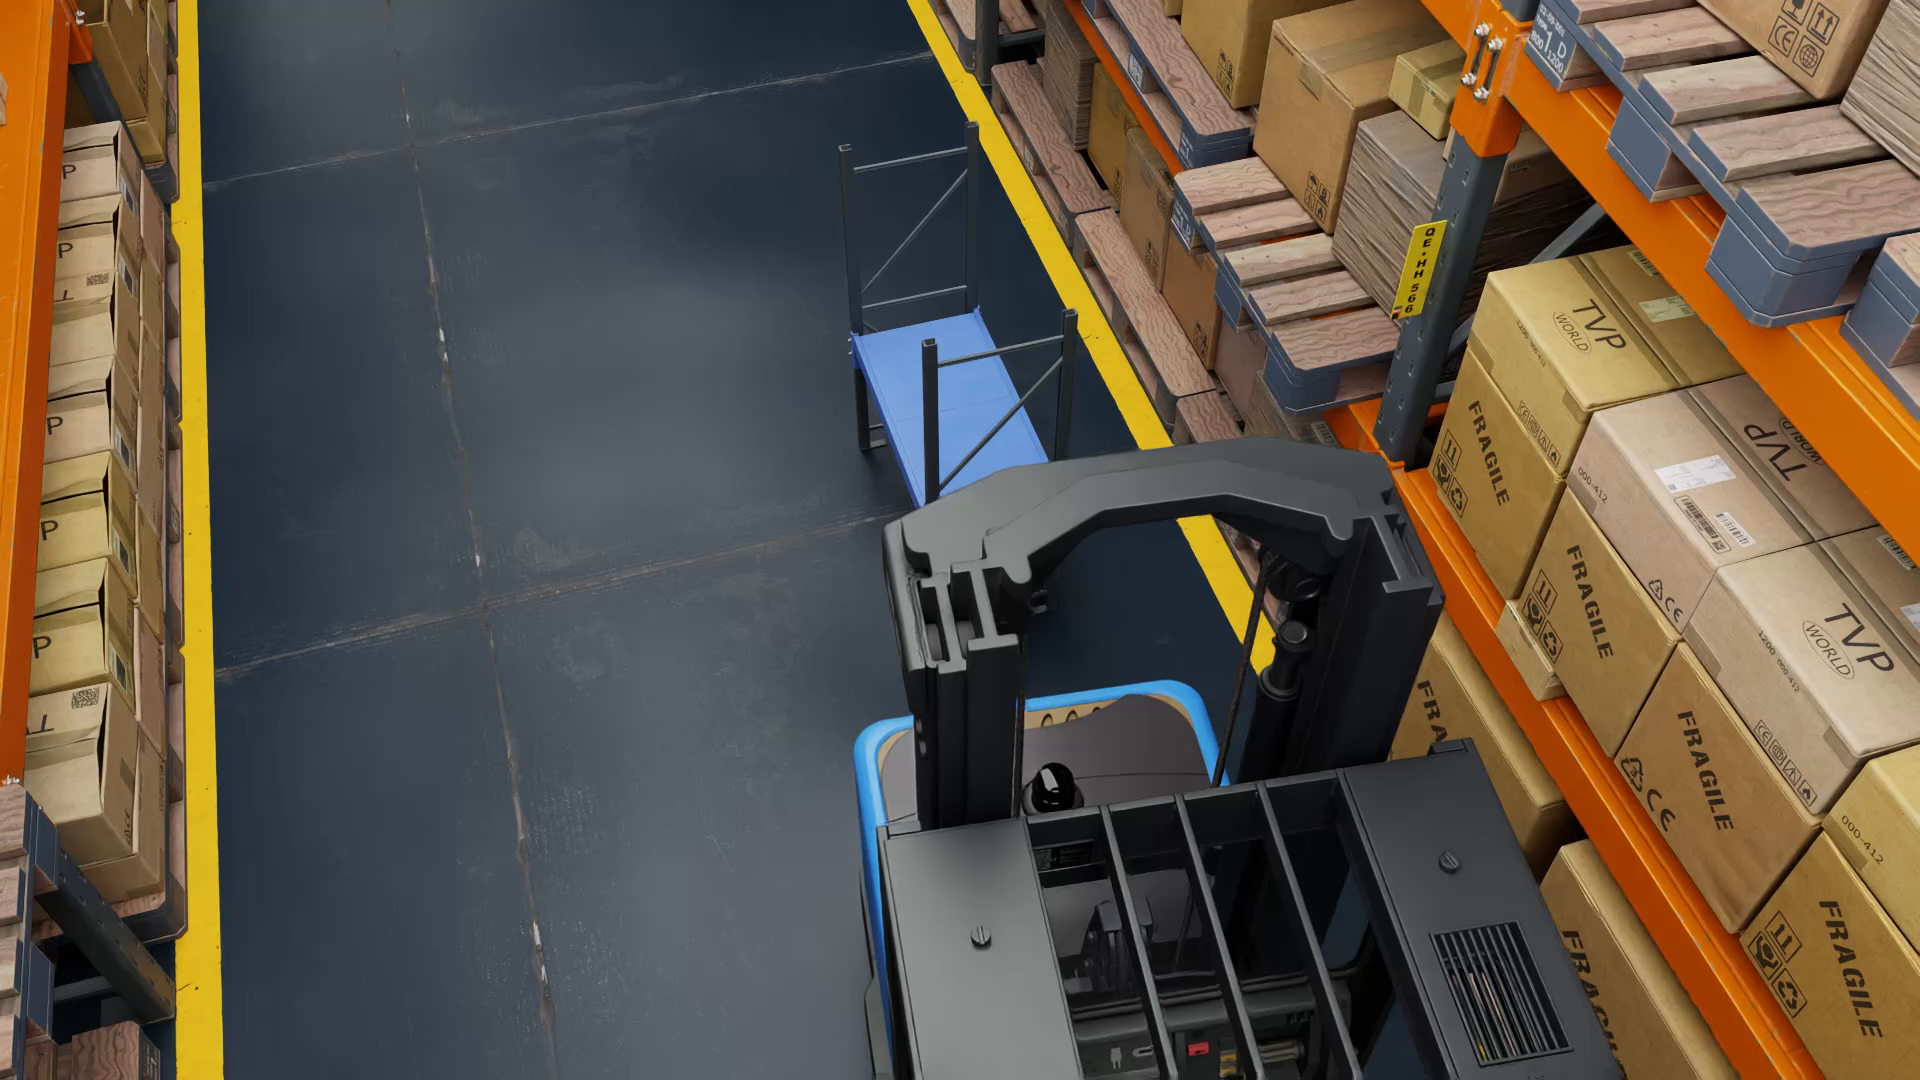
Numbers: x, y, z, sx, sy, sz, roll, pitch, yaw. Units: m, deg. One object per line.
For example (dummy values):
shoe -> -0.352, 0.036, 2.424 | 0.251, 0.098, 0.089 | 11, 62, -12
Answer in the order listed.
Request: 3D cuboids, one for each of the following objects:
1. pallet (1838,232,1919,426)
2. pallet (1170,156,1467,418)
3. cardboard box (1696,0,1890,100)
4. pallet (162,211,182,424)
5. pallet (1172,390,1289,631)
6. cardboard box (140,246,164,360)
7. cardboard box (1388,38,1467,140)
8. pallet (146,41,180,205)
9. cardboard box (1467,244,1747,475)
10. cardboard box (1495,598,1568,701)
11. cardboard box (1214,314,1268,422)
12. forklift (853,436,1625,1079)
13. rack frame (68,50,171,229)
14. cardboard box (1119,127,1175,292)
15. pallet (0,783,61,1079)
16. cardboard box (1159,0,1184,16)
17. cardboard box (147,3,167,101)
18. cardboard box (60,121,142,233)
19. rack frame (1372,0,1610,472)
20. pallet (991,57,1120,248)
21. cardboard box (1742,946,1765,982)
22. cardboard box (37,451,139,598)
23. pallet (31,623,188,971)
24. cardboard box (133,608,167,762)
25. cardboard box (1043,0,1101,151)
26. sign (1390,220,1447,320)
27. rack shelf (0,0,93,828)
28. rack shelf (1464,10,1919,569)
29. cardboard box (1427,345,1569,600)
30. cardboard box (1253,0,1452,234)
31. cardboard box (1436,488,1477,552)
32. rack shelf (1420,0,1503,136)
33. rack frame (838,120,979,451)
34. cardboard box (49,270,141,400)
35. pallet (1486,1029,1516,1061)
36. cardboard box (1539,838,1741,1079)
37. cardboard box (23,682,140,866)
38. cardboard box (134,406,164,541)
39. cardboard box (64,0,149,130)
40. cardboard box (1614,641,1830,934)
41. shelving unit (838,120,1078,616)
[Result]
pallet -> 2.328, -0.138, 2.856 | 1.003, 0.211, 1.213 | -11, 51, -9
pallet -> 1.441, -0.941, 5.497 | 1.213, 0.211, 1.003 | -13, 51, -11
cardboard box -> 1.949, -1.313, 3.370 | 0.700, 0.500, 0.500 | -17, 52, -14
pallet -> -3.905, -0.877, 7.141 | 1.003, 0.211, 1.213 | -13, 51, -11
pallet -> 1.524, -0.179, 6.553 | 1.003, 0.211, 1.213 | -13, 51, -11
cardboard box -> -3.613, -0.947, 6.900 | 0.500, 0.250, 0.500 | -14, 51, -12
cardboard box -> 1.514, -1.367, 4.953 | 0.380, 0.149, 0.250 | -21, 53, -17
pallet -> -4.356, -1.997, 8.085 | 1.003, 0.211, 1.213 | -13, 51, -11
cardboard box -> 1.650, -0.472, 4.212 | 0.500, 0.250, 0.500 | -12, 51, -10
cardboard box -> 1.694, 0.260, 4.510 | 0.380, 0.149, 0.250 | -12, 51, -10
cardboard box -> 1.449, -0.759, 6.565 | 0.700, 0.500, 0.500 | -13, 51, -11
forklift -> 0.440, 1.317, 3.513 | 1.130, 2.935, 3.031 | -8, 50, -6
rack frame -> -4.160, -2.305, 6.521 | 1.000, 3.000, 0.127 | -13, 51, -11
cardboard box -> 1.117, -1.483, 7.175 | 0.700, 0.500, 0.500 | -13, 51, -11
pallet -> -2.710, 1.157, 3.728 | 1.213, 0.211, 1.003 | -13, 51, -11
cardboard box -> 1.071, -2.339, 6.197 | 0.700, 0.500, 0.500 | -7, 50, -6
cardboard box -> -4.151, -2.328, 8.064 | 0.500, 0.250, 0.500 | -13, 51, -11
cardboard box -> -3.767, -1.504, 7.003 | 0.500, 0.311, 0.500 | -13, 51, -11
rack frame -> 1.753, -0.507, 5.005 | 1.000, 3.000, 0.127 | -13, 51, -11
pallet -> 0.802, -1.961, 8.055 | 1.003, 0.211, 1.213 | -13, 51, -11
cardboard box -> 2.094, 0.978, 3.904 | 0.380, 0.149, 0.250 | -13, 51, -11
cardboard box -> -3.164, -0.018, 5.750 | 0.500, 0.311, 0.500 | -15, 51, -12
pallet -> -3.184, 0.905, 5.639 | 1.003, 0.211, 1.213 | -13, 51, -11
cardboard box -> -3.001, 0.551, 5.637 | 0.500, 0.250, 0.500 | -15, 51, -12
cardboard box -> 0.804, -2.231, 7.805 | 0.700, 0.500, 0.500 | -12, 51, -10
sign -> 1.238, -0.725, 4.483 | 0.100, 0.325, 0.005 | -13, 51, -11
rack shelf -> -3.569, -0.613, 5.565 | 1.077, 0.370, 4.000 | -13, 51, -11
rack shelf -> 2.345, 0.219, 2.902 | 1.077, 0.370, 4.000 | -13, 51, -11
cardboard box -> 1.653, -0.229, 4.498 | 0.500, 0.500, 0.500 | -12, 51, -10
cardboard box -> 1.414, -1.424, 5.425 | 0.700, 0.500, 0.500 | -18, 52, -14
cardboard box -> 1.630, -0.139, 4.847 | 0.380, 0.149, 0.250 | -14, 51, -12
rack shelf -> 1.162, -2.702, 5.365 | 1.077, 0.370, 4.000 | -13, 51, -11
rack frame -> -0.176, -0.917, 6.332 | 0.500, 1.500, 0.032 | -13, 51, -11
cardboard box -> -3.462, -0.761, 6.376 | 0.500, 0.311, 0.500 | -13, 51, -11
pallet -> 2.272, 1.874, 4.821 | 1.003, 0.211, 1.213 | -13, 51, -11
cardboard box -> 2.099, 1.259, 4.648 | 0.750, 0.750, 0.750 | -14, 51, -11
cardboard box -> -2.852, 0.737, 5.113 | 0.500, 0.311, 0.500 | -12, 51, -10
cardboard box -> -3.312, -0.202, 6.272 | 0.500, 0.250, 0.500 | -12, 51, -10
cardboard box -> -3.999, -2.206, 7.471 | 0.500, 0.500, 0.500 | -13, 51, -11
cardboard box -> 1.944, 0.519, 3.868 | 0.500, 0.500, 0.500 | -14, 51, -11
shelving unit -> -0.025, -0.546, 6.019 | 0.538, 1.500, 1.048 | -13, 51, -11
